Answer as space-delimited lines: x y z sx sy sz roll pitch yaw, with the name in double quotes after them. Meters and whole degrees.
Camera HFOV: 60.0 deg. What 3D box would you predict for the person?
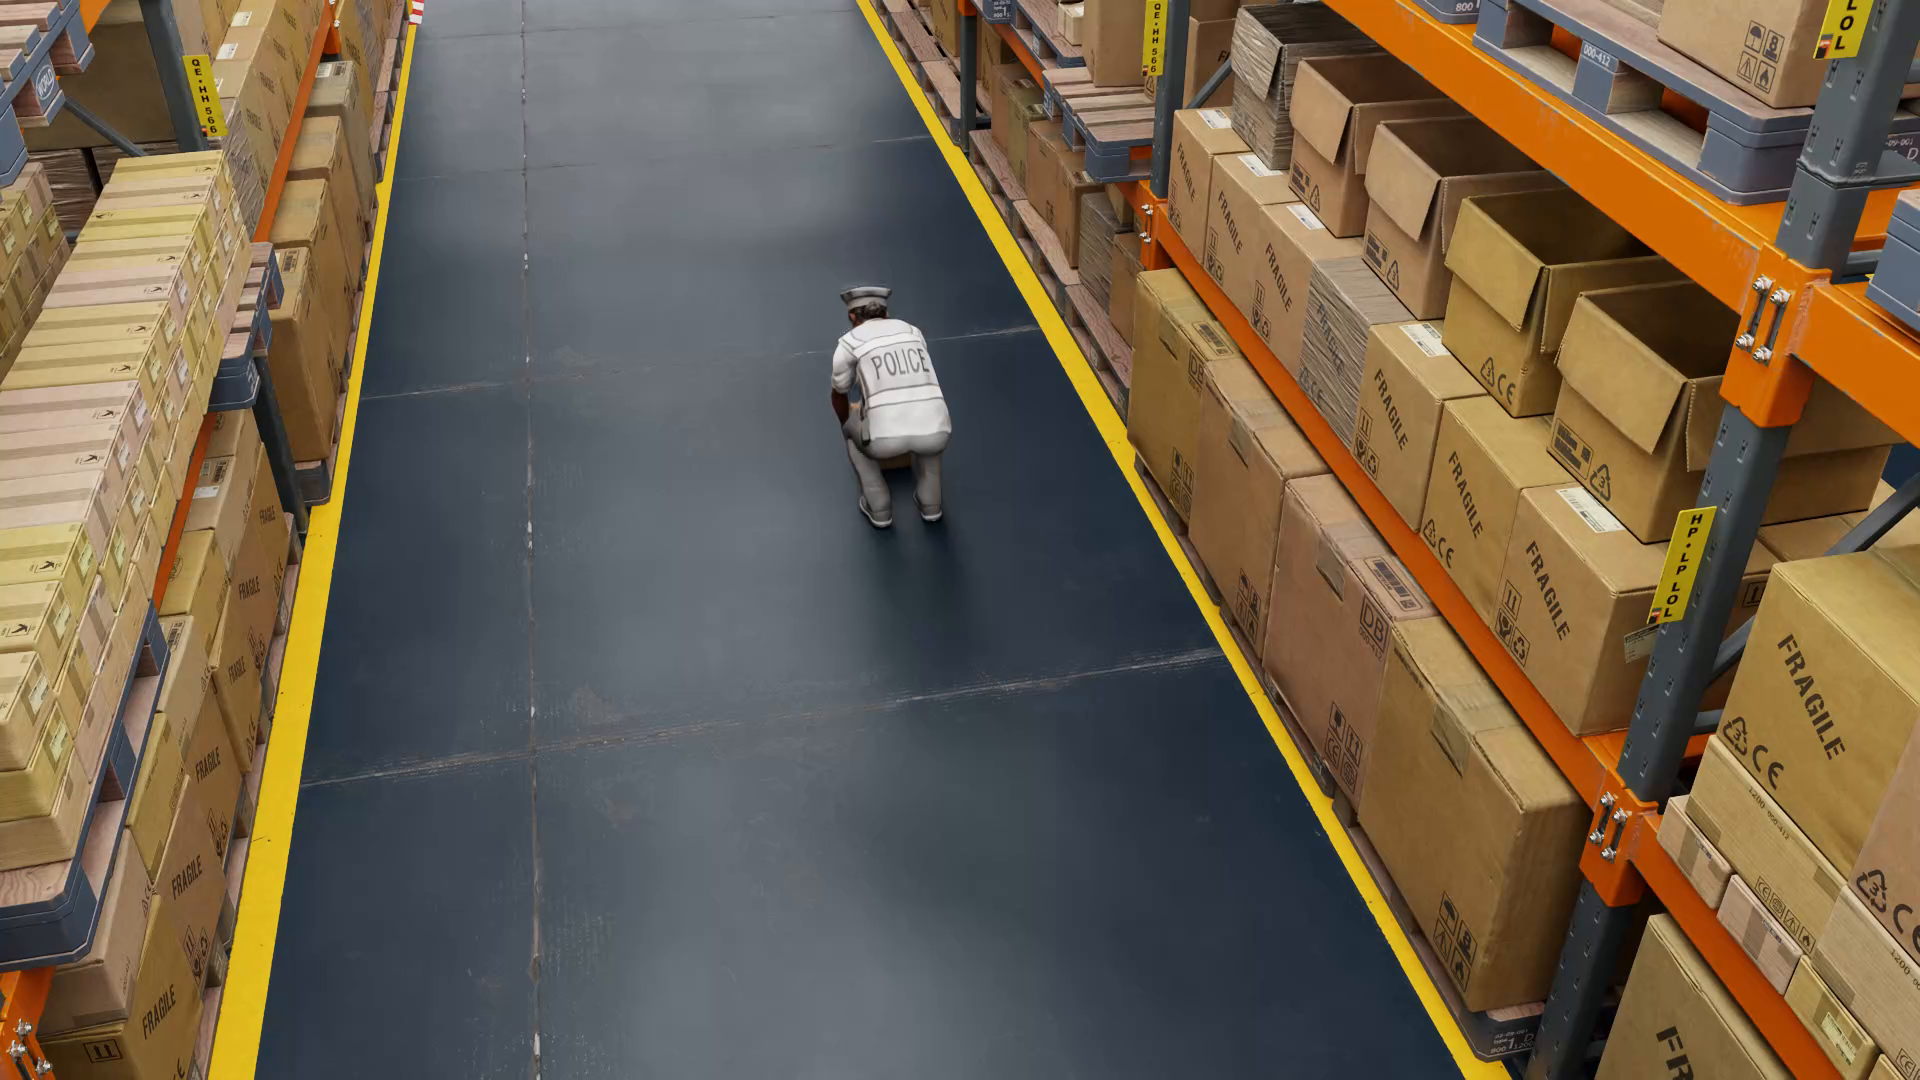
-0.324 -0.610 7.630 0.487 0.988 0.855 -7 35 -11 "person"
